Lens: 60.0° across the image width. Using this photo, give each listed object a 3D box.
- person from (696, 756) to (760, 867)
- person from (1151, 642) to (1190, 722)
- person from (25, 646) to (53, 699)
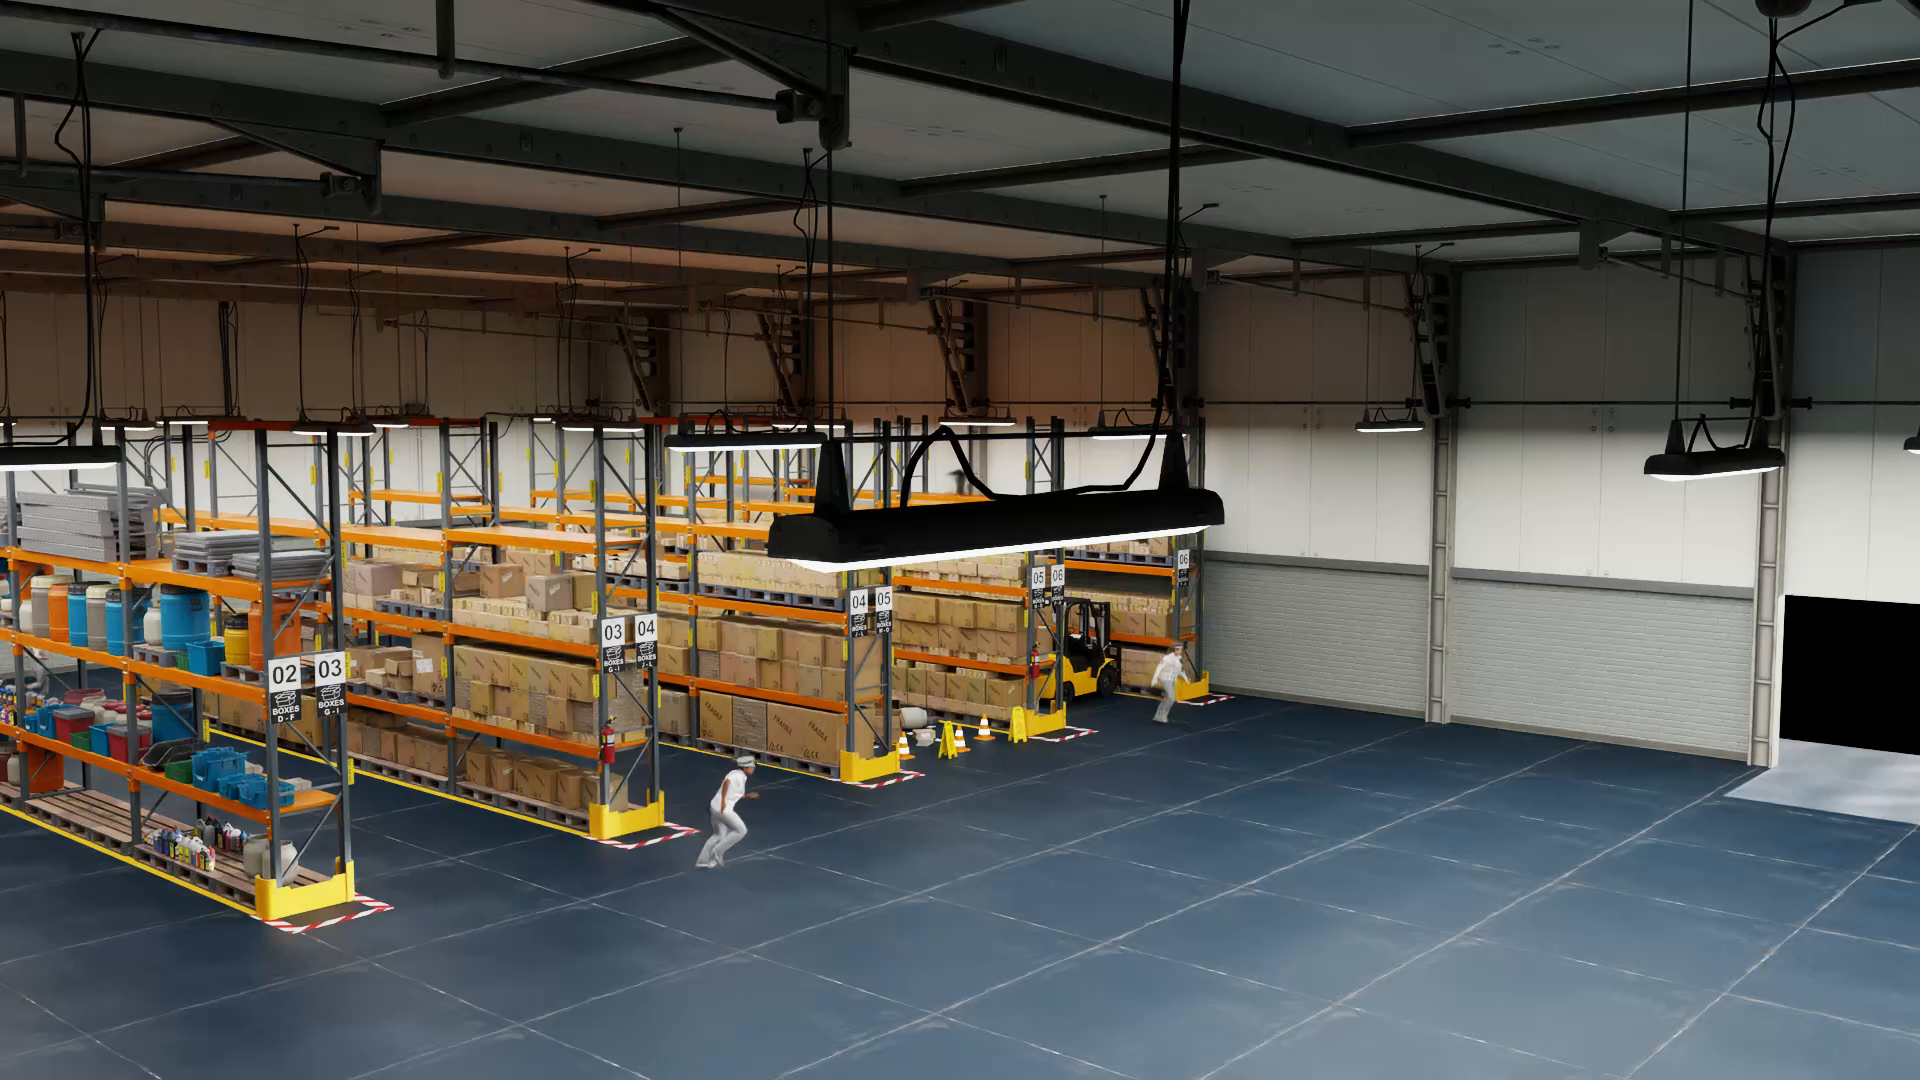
[{"bbox_3d":[-3.138,3.701,22.554,0.882,1.497,0.614,-1,5,-14],"label":"person"},{"bbox_3d":[4.136,2.800,32.731,0.600,1.610,0.676,-5,7,-44],"label":"person"},{"bbox_3d":[-19.273,2.667,34.663,0.771,1.561,0.551,-4,6,-39],"label":"person"}]
